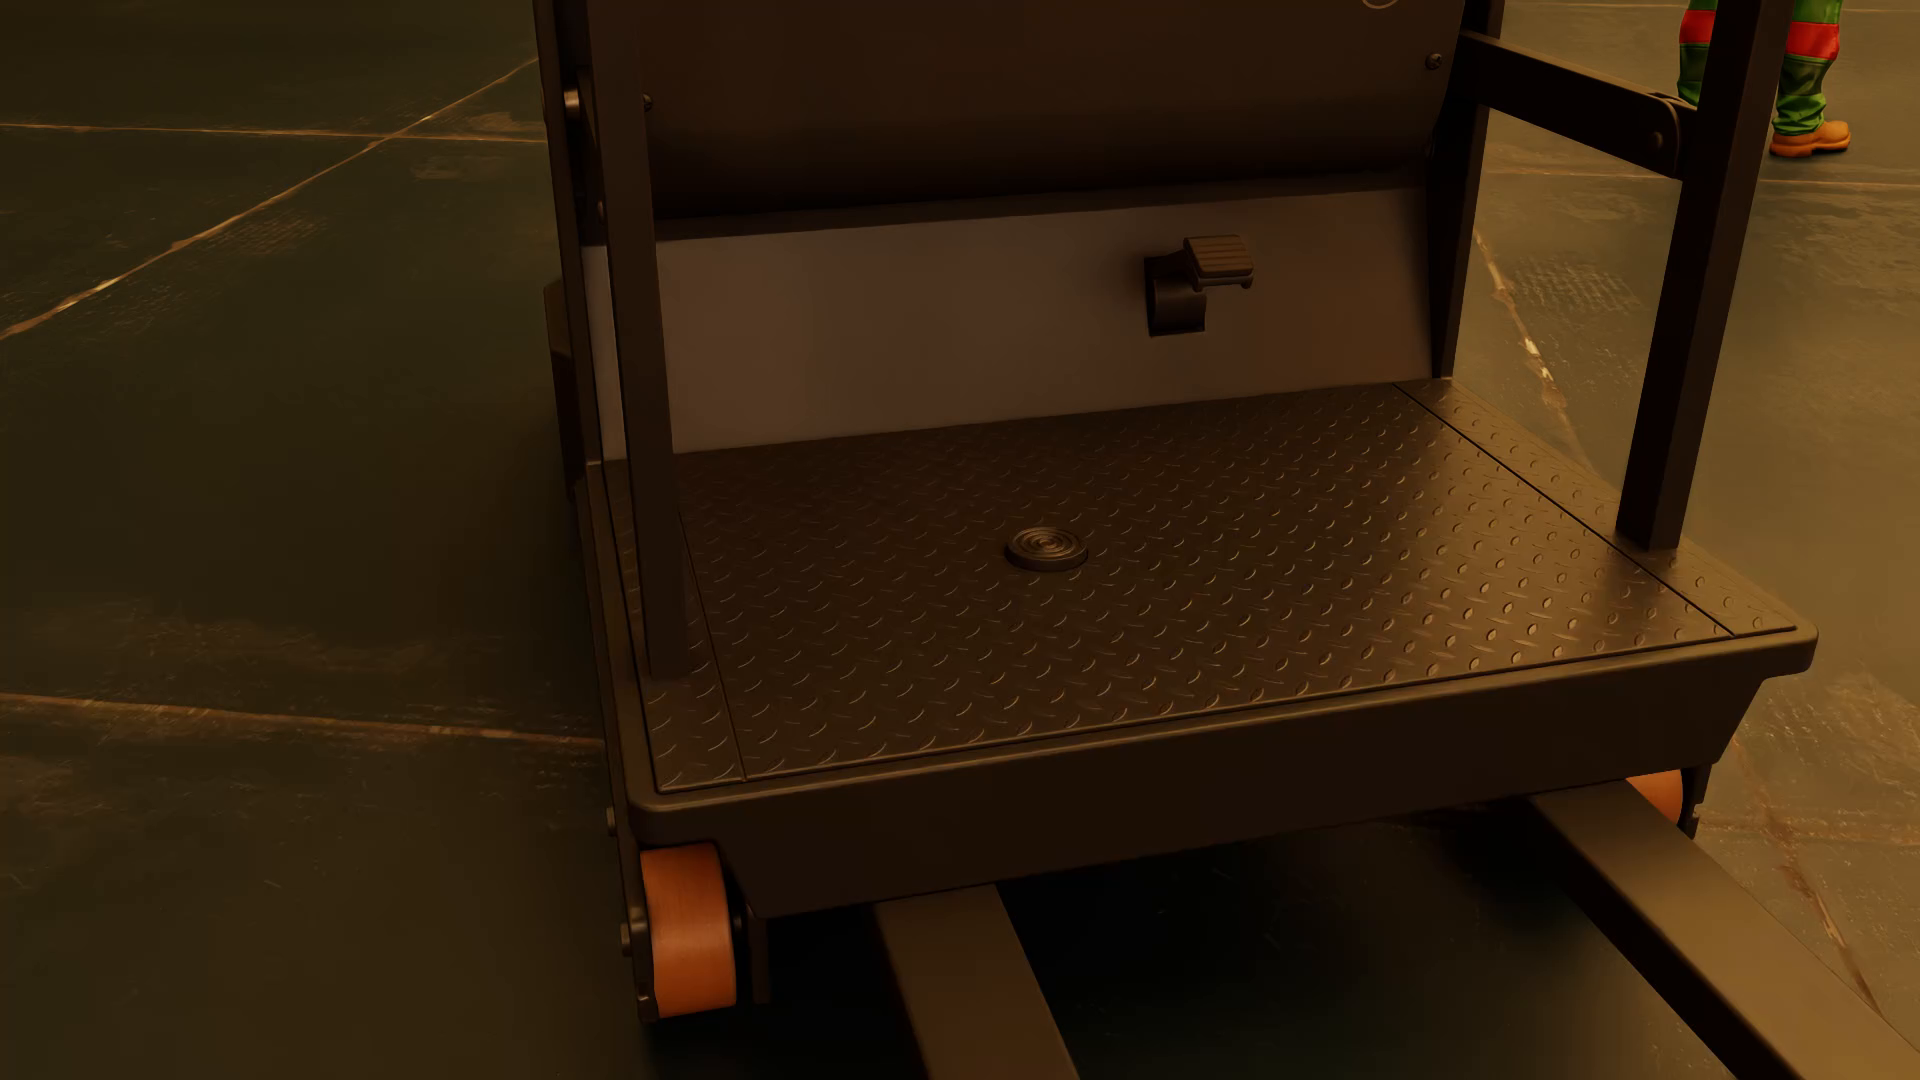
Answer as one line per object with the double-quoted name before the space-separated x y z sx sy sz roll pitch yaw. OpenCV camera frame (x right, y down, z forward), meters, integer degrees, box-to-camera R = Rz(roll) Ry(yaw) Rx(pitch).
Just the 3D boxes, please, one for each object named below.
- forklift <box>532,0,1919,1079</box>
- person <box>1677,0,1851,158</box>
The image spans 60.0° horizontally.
"forklift" 0.153 -1.049 1.319 1.130 2.935 3.031 -7 27 -13
"person" 2.239 -1.956 4.431 0.620 1.780 0.445 20 33 35
